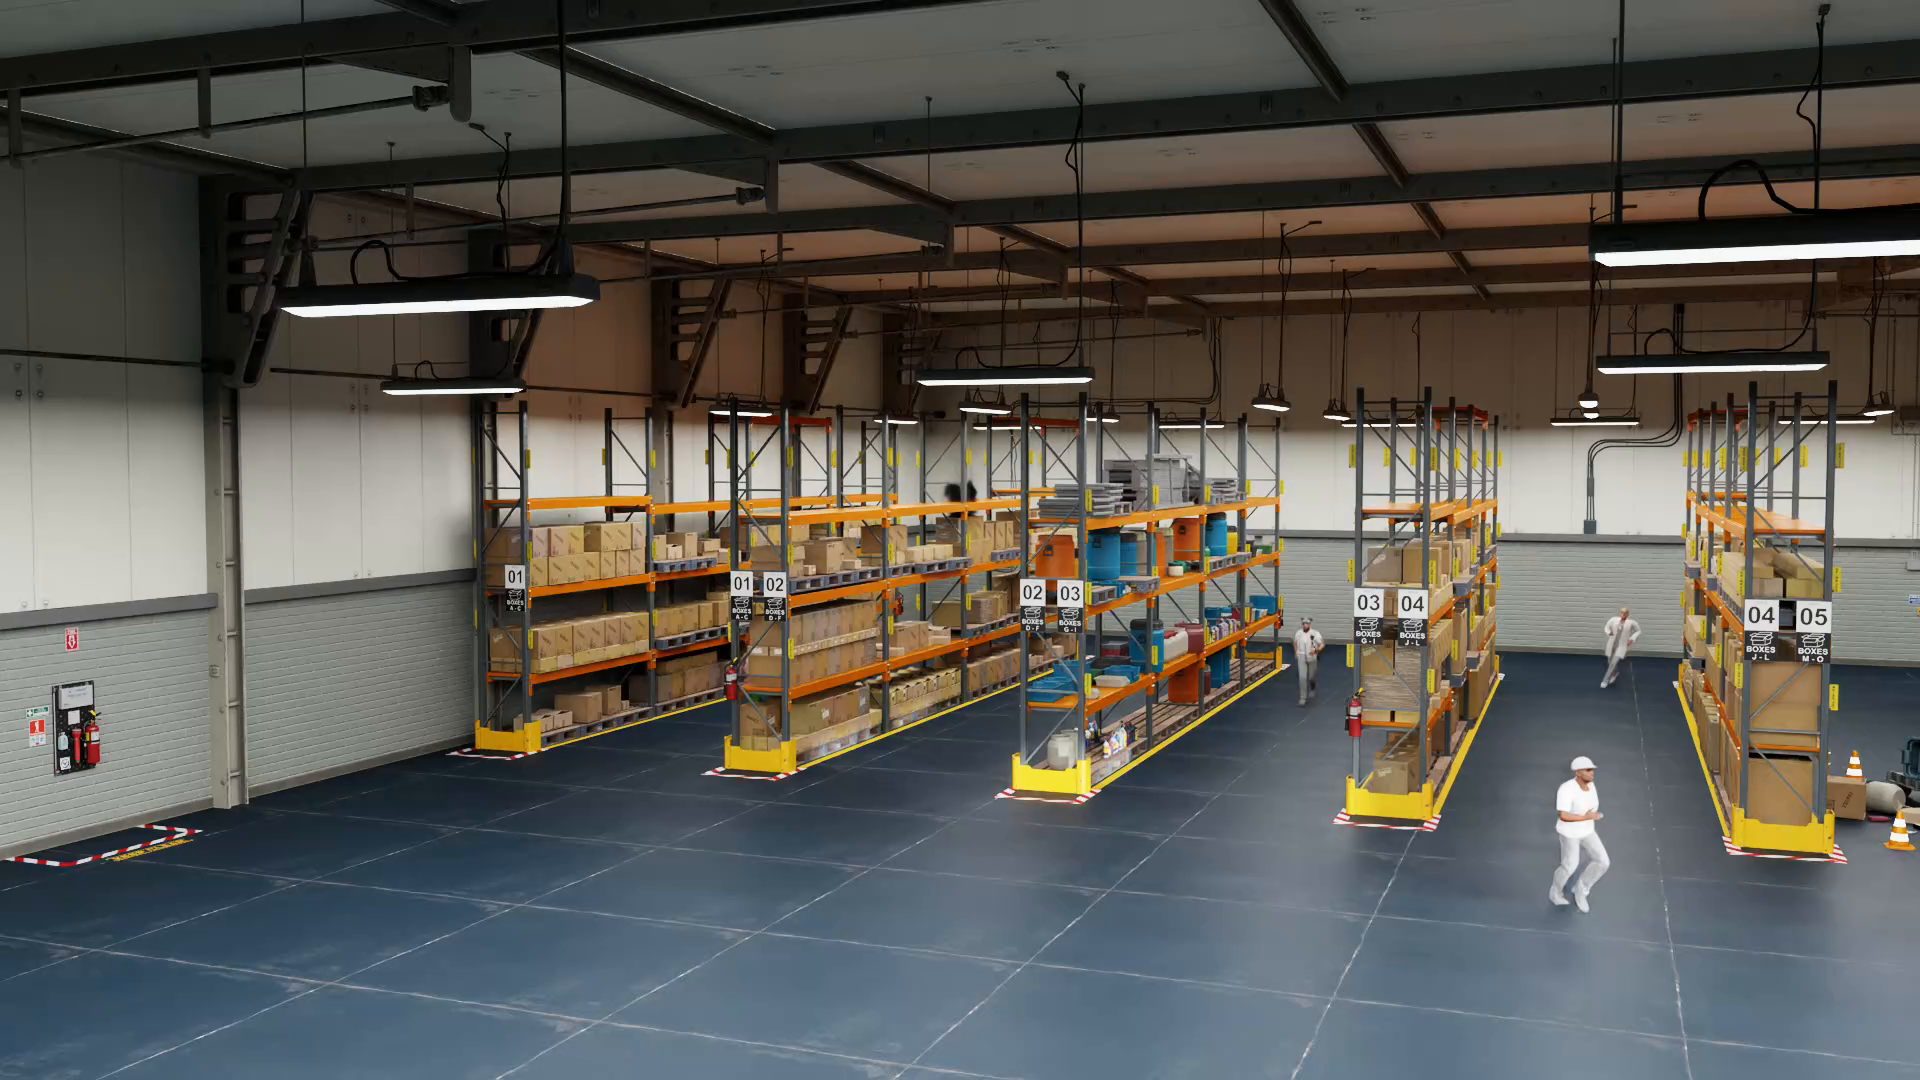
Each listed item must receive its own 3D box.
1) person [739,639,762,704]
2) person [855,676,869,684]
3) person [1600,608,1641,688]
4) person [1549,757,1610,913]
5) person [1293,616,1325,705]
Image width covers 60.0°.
[{"bbox_3d":[-3.696,2.656,30.023,0.668,1.785,0.946,1,3,20],"label":"person"},{"bbox_3d":[-2.153,2.266,34.757,0.630,1.644,0.847,1,3,23],"label":"person"},{"bbox_3d":[14.509,2.353,36.487,0.717,1.755,1.014,2,4,41],"label":"person"},{"bbox_3d":[6.804,3.227,18.275,0.735,1.732,0.792,-2,3,-29],"label":"person"},{"bbox_3d":[7.109,2.439,33.932,0.653,1.782,0.912,1,3,21],"label":"person"}]
